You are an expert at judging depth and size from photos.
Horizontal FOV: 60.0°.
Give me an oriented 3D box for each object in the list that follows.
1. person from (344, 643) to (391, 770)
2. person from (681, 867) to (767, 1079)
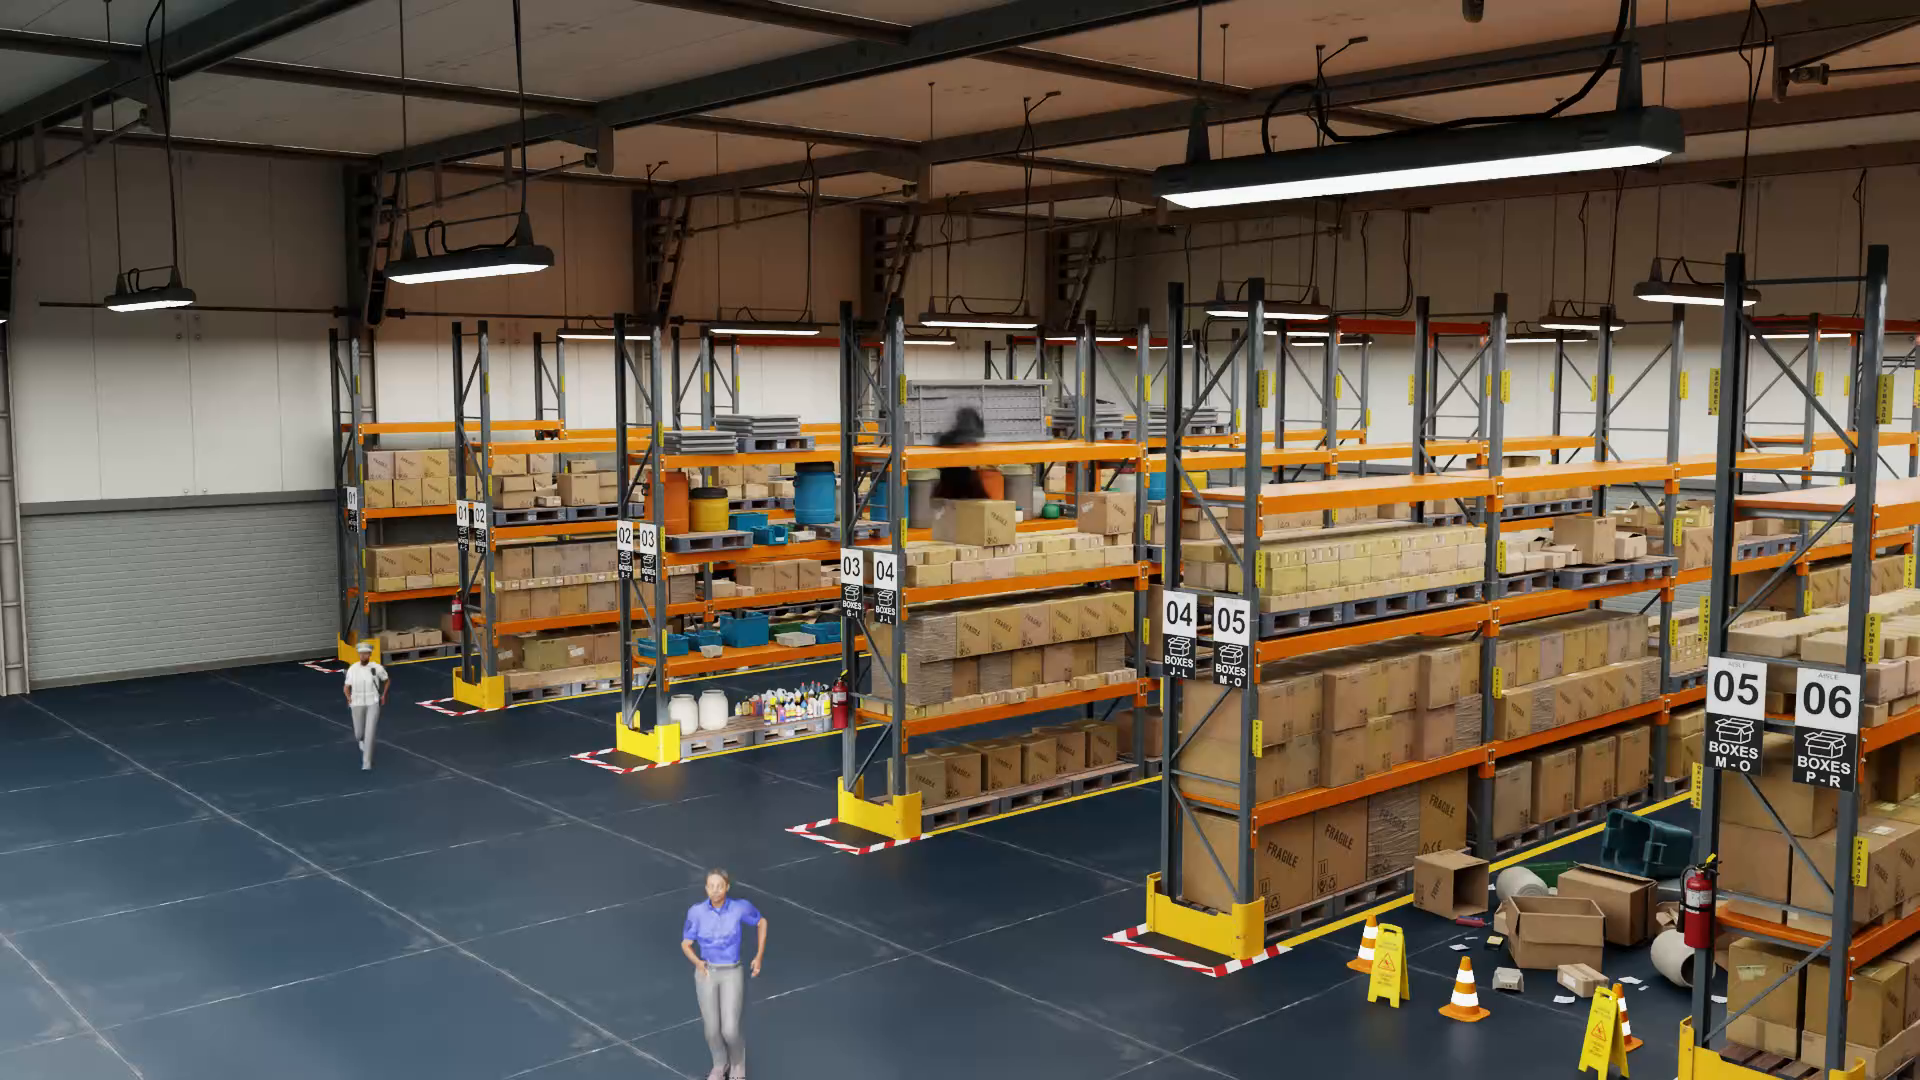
[{"bbox_3d":[-7.856,2.168,22.001,0.565,1.645,0.706,-1,6,-14],"label":"person"},{"bbox_3d":[-1.706,3.178,11.969,0.593,1.657,0.654,0,6,-1],"label":"person"}]
